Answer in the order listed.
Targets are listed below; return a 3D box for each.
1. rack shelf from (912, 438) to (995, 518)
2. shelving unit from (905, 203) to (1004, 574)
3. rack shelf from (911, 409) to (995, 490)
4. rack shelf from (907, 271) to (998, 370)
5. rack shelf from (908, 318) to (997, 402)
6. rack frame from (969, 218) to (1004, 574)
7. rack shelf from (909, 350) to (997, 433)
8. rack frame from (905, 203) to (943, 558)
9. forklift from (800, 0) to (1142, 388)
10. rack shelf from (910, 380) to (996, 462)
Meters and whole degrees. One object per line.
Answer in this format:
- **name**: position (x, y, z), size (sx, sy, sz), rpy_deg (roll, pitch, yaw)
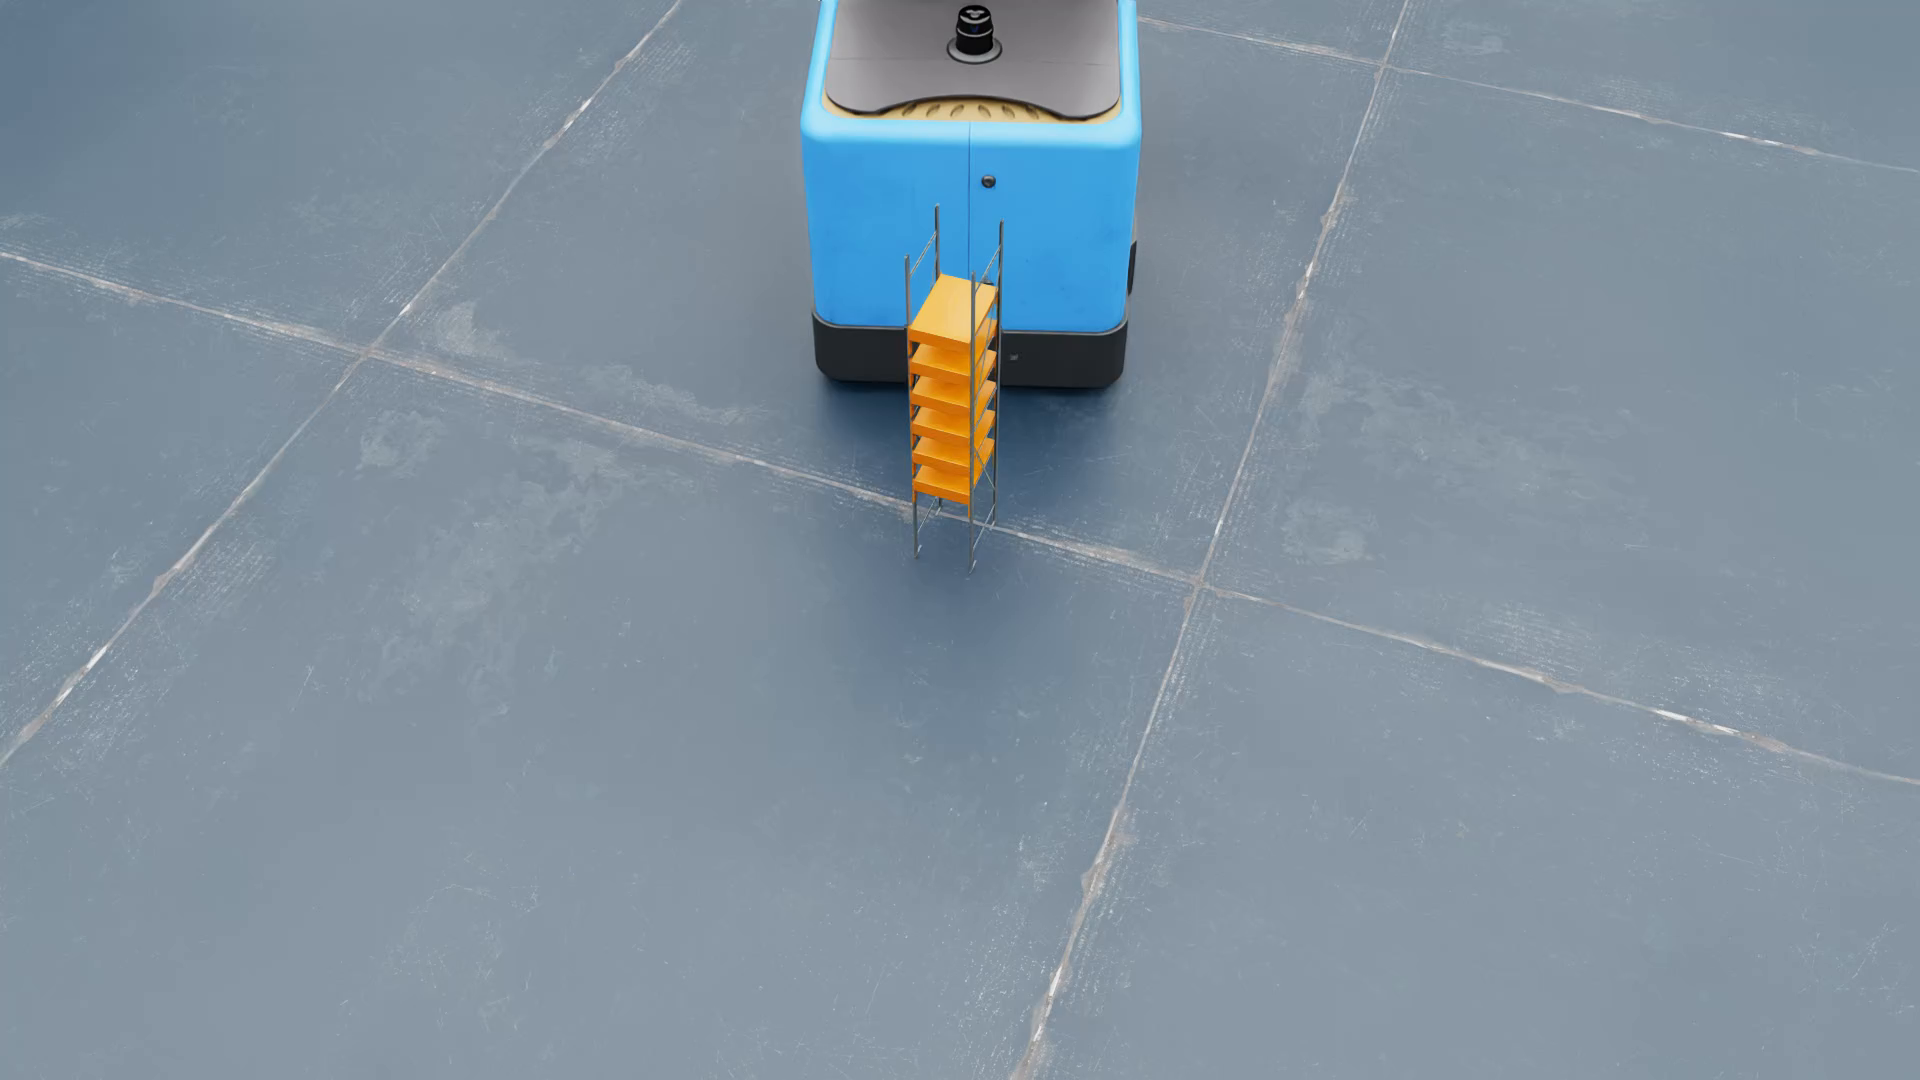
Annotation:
- **rack shelf**: position (-0.014, -0.210, 5.015), size (0.180, 0.103, 0.258), rpy_deg (16, 51, 13)
- **shelving unit**: position (-0.014, -0.397, 4.800), size (0.189, 1.200, 0.258), rpy_deg (16, 51, 13)
- **rack shelf**: position (-0.014, -0.289, 4.924), size (0.180, 0.103, 0.258), rpy_deg (16, 51, 13)
- **rack shelf**: position (-0.014, -0.603, 4.561), size (0.180, 0.103, 0.258), rpy_deg (16, 51, 13)
- **rack shelf**: position (-0.014, -0.525, 4.652), size (0.180, 0.103, 0.258), rpy_deg (16, 51, 13)
- **rack frame**: position (0.072, -0.373, 4.779), size (0.006, 1.200, 0.240), rpy_deg (16, 51, 13)
- **rack shelf**: position (-0.014, -0.446, 4.743), size (0.180, 0.103, 0.258), rpy_deg (16, 51, 13)
- **rack frame**: position (-0.099, -0.421, 4.821), size (0.006, 1.200, 0.240), rpy_deg (16, 51, 13)
- **forklift**: position (0.092, -2.581, 5.547), size (1.130, 2.935, 3.031), rpy_deg (2, 49, 2)
- **rack shelf**: position (-0.014, -0.368, 4.833), size (0.180, 0.103, 0.258), rpy_deg (16, 51, 13)
